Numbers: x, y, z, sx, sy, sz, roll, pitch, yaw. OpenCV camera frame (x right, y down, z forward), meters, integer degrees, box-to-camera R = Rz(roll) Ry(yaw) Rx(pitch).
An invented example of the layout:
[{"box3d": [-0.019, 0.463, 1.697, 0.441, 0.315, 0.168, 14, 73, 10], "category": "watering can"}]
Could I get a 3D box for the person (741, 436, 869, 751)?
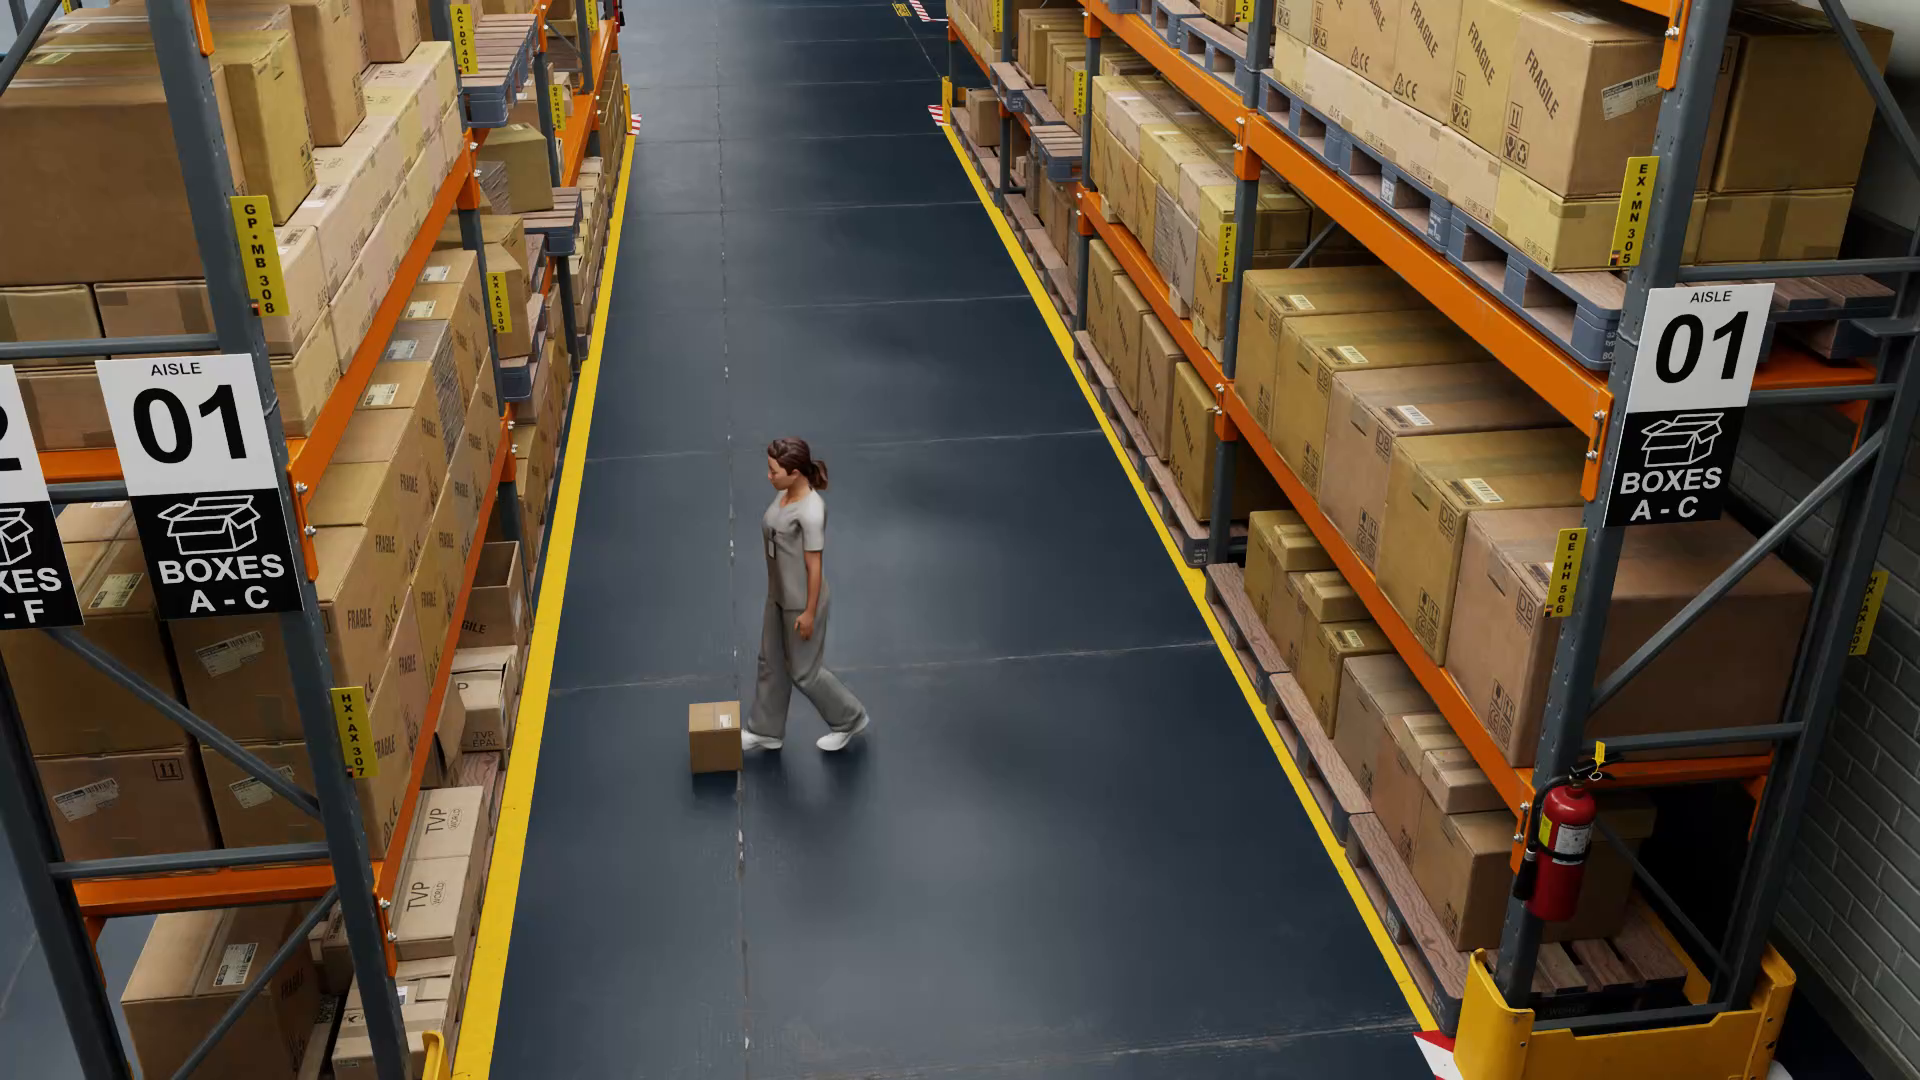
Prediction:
[{"box3d": [-0.831, 0.299, 8.034, 0.718, 1.642, 0.467, -13, 30, -24], "category": "person"}]
